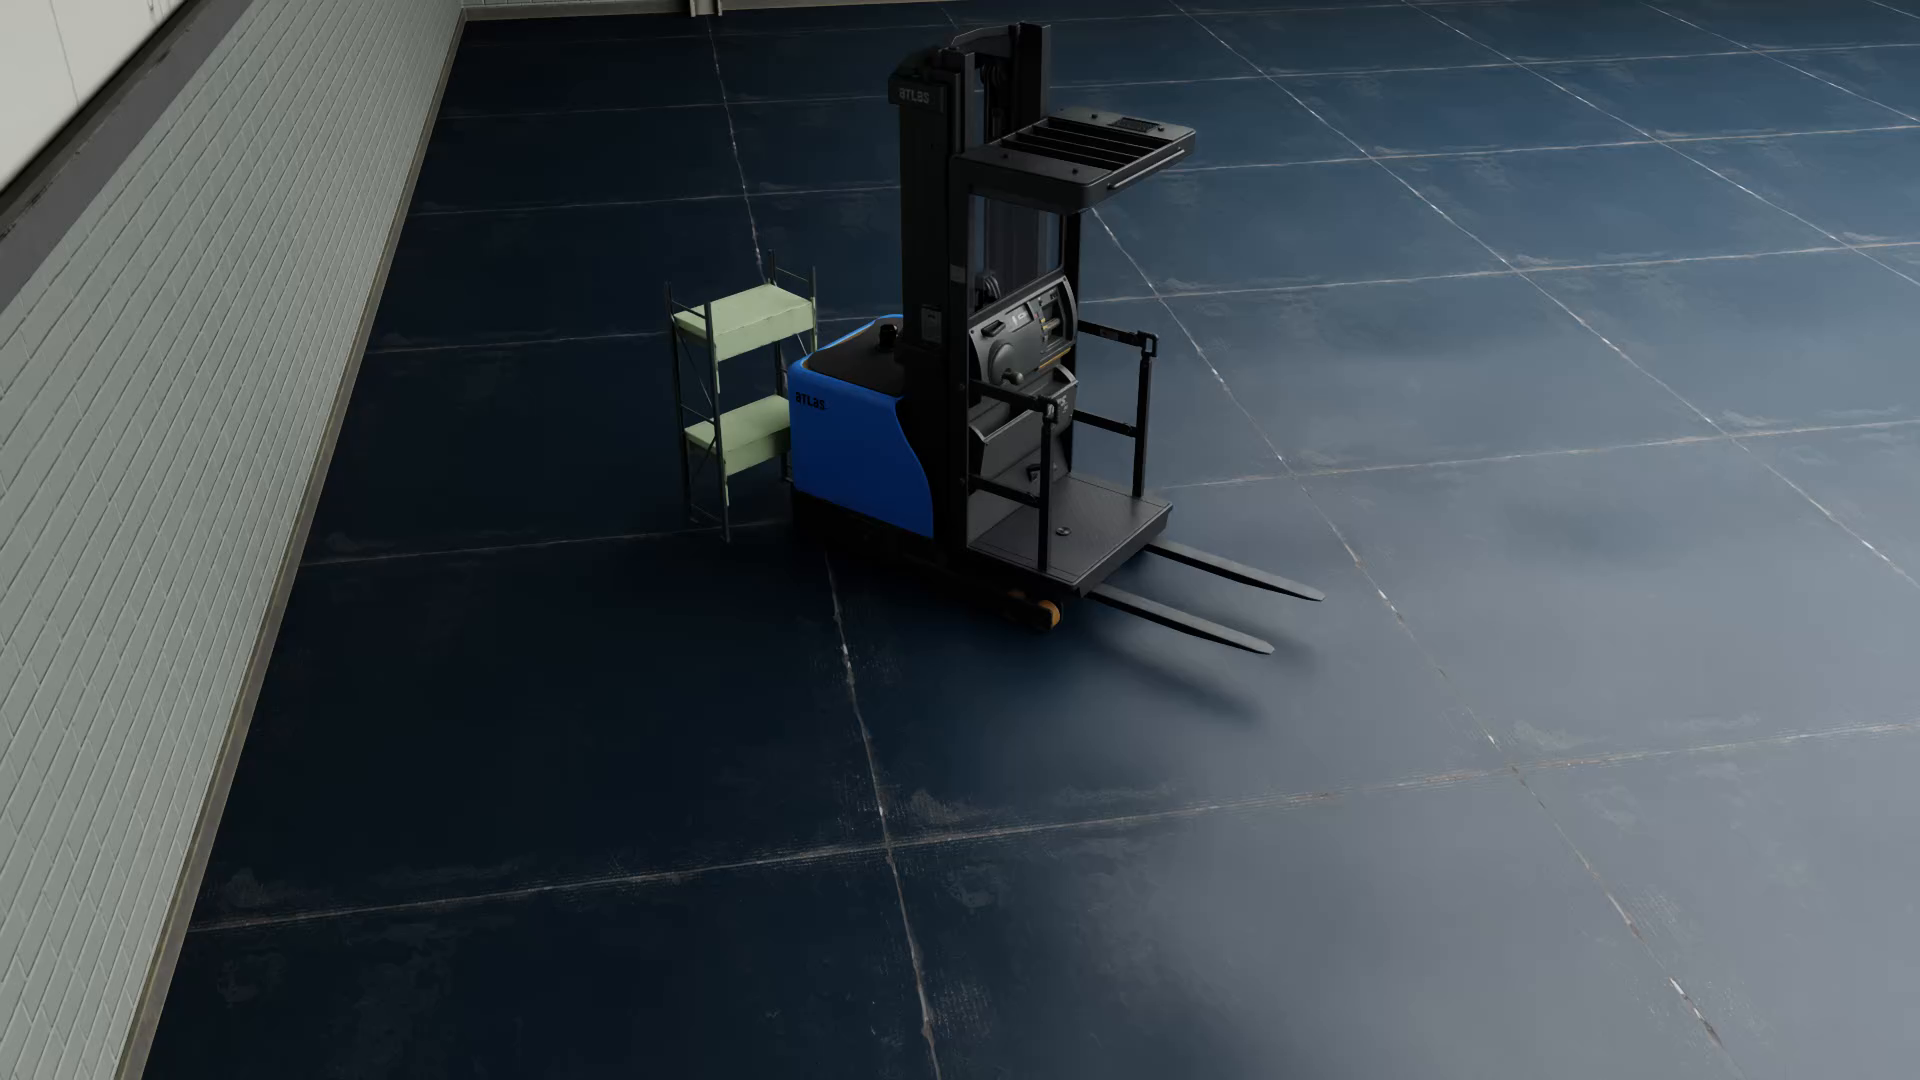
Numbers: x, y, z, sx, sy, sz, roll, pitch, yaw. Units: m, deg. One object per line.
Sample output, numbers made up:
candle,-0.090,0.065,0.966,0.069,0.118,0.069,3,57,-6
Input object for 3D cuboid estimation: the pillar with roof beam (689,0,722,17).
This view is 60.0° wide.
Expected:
pillar with roof beam,-2.456,-8.433,15.214,0.400,9.000,9.100,-5,31,-9

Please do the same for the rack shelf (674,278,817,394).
rack shelf,-1.230,-1.174,9.497,0.720,0.370,0.431,-26,39,-37

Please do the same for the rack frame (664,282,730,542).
rack frame,-1.493,-0.708,9.475,0.023,1.500,0.400,-26,39,-37

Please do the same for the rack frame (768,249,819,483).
rack frame,-0.968,-0.967,9.914,0.023,1.500,0.400,-26,39,-37

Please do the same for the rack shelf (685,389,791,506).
rack shelf,-1.230,-0.556,9.860,0.720,0.370,0.431,-26,39,-37

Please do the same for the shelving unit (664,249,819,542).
shelving unit,-1.230,-0.837,9.695,0.755,1.500,0.431,-26,39,-37

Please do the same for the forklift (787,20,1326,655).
forklift,0.511,-1.080,8.695,3.031,2.935,1.130,20,36,30
